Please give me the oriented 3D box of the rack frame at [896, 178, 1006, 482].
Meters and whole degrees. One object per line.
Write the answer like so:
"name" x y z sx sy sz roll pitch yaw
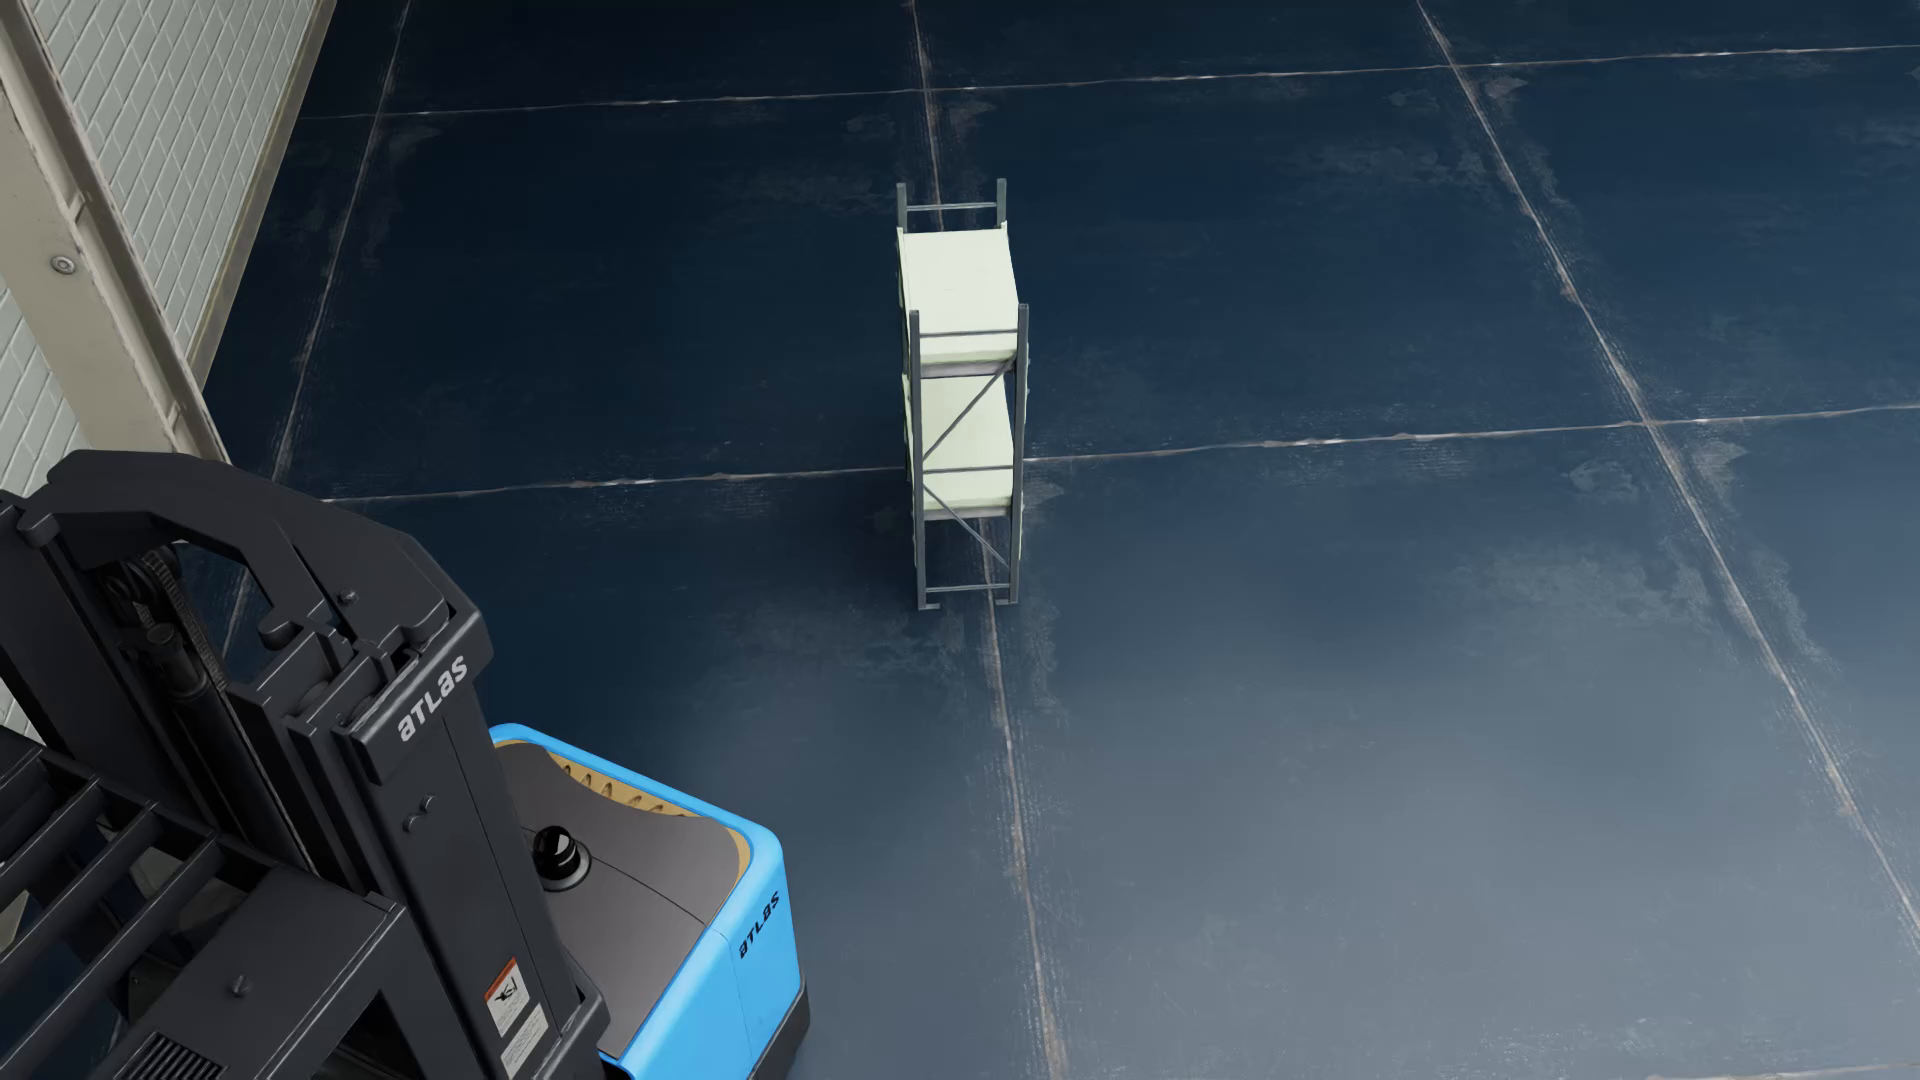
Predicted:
"rack frame" -0.031 -0.785 6.597 0.400 1.500 0.023 -3 47 -3

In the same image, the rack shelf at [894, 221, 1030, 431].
"rack shelf" -0.001 -0.789 6.063 0.431 0.370 0.720 -3 47 -3

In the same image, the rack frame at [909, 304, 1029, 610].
"rack frame" 0.030 -0.256 6.096 0.400 1.500 0.023 -3 47 -3

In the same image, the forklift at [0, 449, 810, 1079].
"forklift" -1.574 1.368 3.573 1.130 2.935 3.031 19 50 17

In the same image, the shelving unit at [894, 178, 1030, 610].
"shelving unit" -0.001 -0.521 6.347 0.431 1.500 0.755 -3 47 -3

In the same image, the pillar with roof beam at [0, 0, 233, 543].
"pillar with roof beam" 1.043 -3.488 3.992 9.100 9.000 0.400 -3 47 -3

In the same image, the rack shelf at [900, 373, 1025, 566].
"rack shelf" -0.001 -0.296 6.583 0.431 0.370 0.720 -3 47 -3
